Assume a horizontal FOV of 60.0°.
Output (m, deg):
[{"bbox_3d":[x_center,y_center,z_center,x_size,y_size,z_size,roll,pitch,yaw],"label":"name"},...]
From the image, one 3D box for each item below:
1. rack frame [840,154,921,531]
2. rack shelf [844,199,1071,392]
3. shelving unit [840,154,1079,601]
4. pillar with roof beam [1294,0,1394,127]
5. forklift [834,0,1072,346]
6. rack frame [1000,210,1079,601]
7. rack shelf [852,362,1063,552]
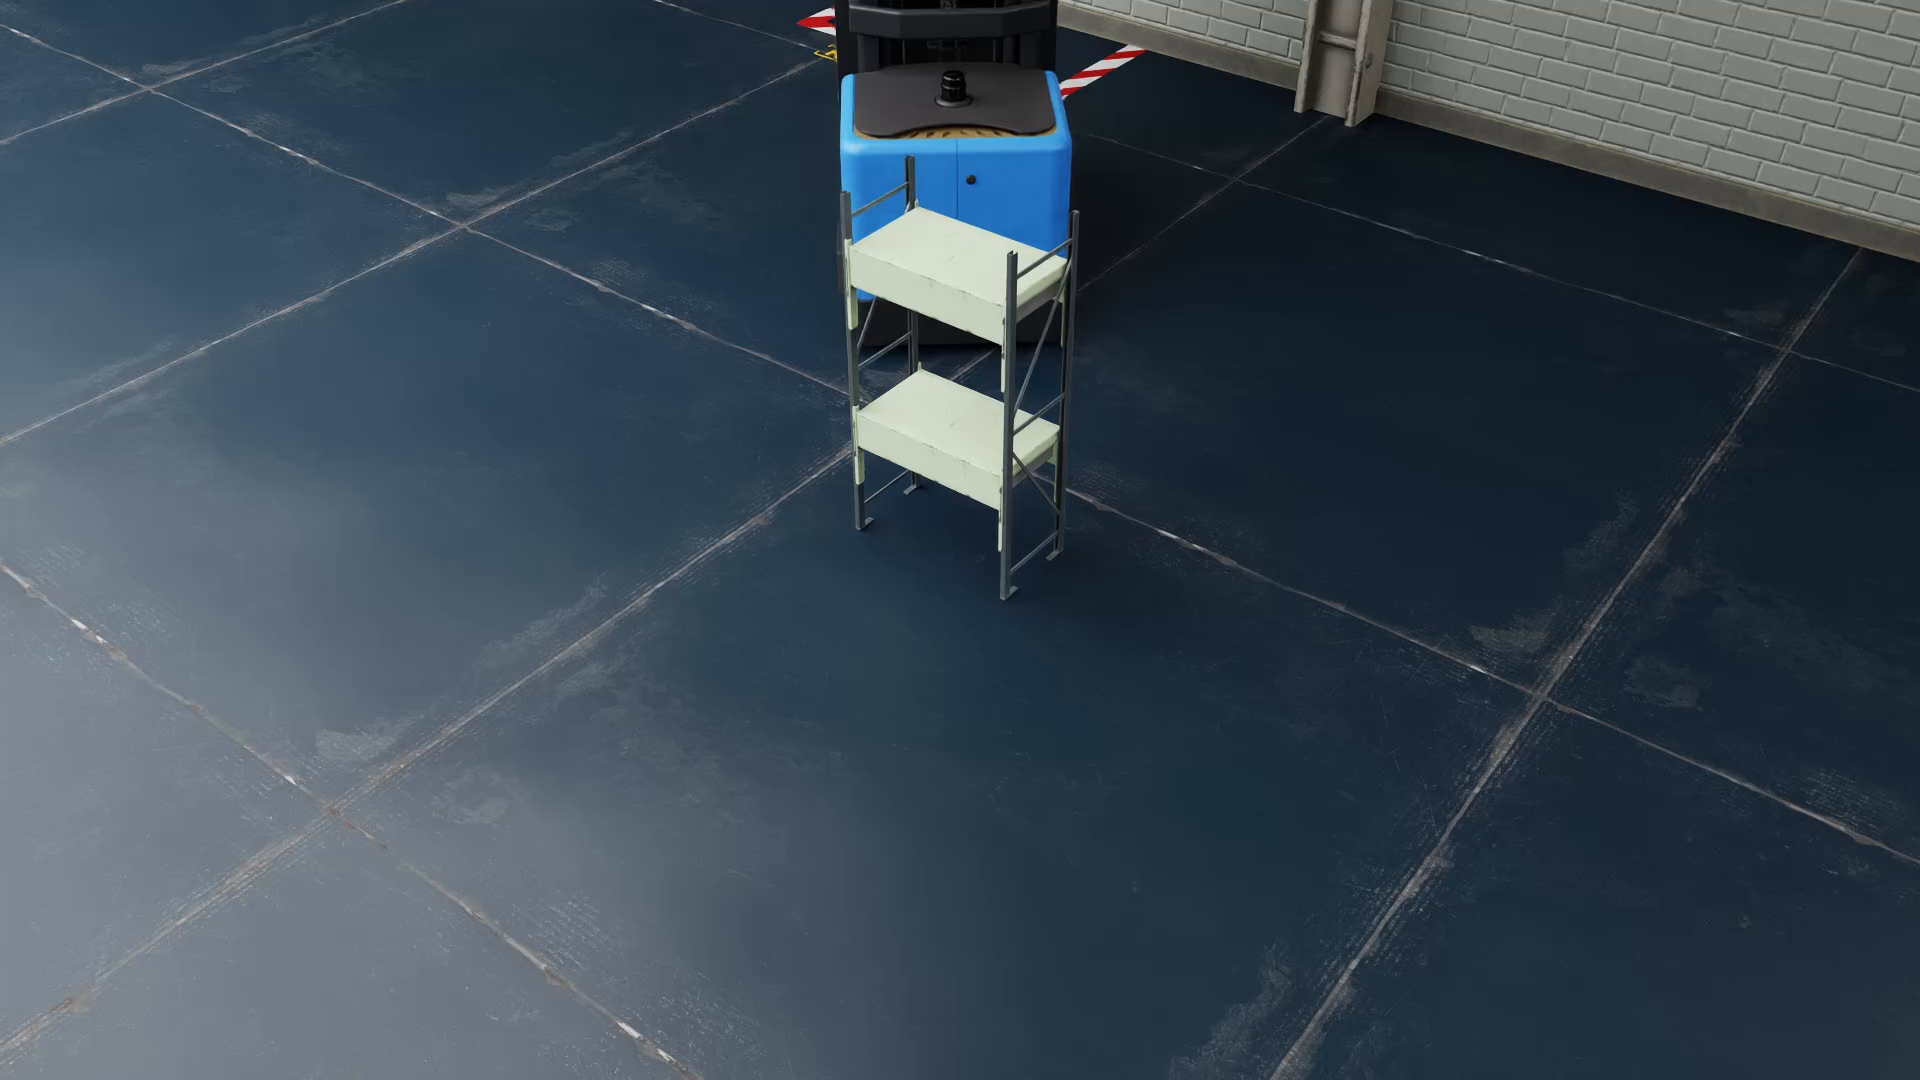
[{"bbox_3d":[-0.296,-0.730,6.466,0.023,1.500,0.400,25,45,29],"label":"rack frame"},{"bbox_3d":[-0.005,-0.900,6.050,0.720,0.370,0.431,25,45,29],"label":"rack shelf"},{"bbox_3d":[-0.005,-0.593,6.291,0.755,1.500,0.431,25,45,29],"label":"shelving unit"},{"bbox_3d":[-0.346,-4.038,4.608,0.400,9.000,9.100,25,45,29],"label":"pillar with roof beam"},{"bbox_3d":[-0.081,-2.950,8.140,1.130,2.935,3.031,-2,38,-2],"label":"forklift"},{"bbox_3d":[0.285,-0.456,6.116,0.023,1.500,0.400,25,45,29],"label":"rack frame"},{"bbox_3d":[-0.005,-0.336,6.492,0.720,0.370,0.431,25,45,29],"label":"rack shelf"}]
